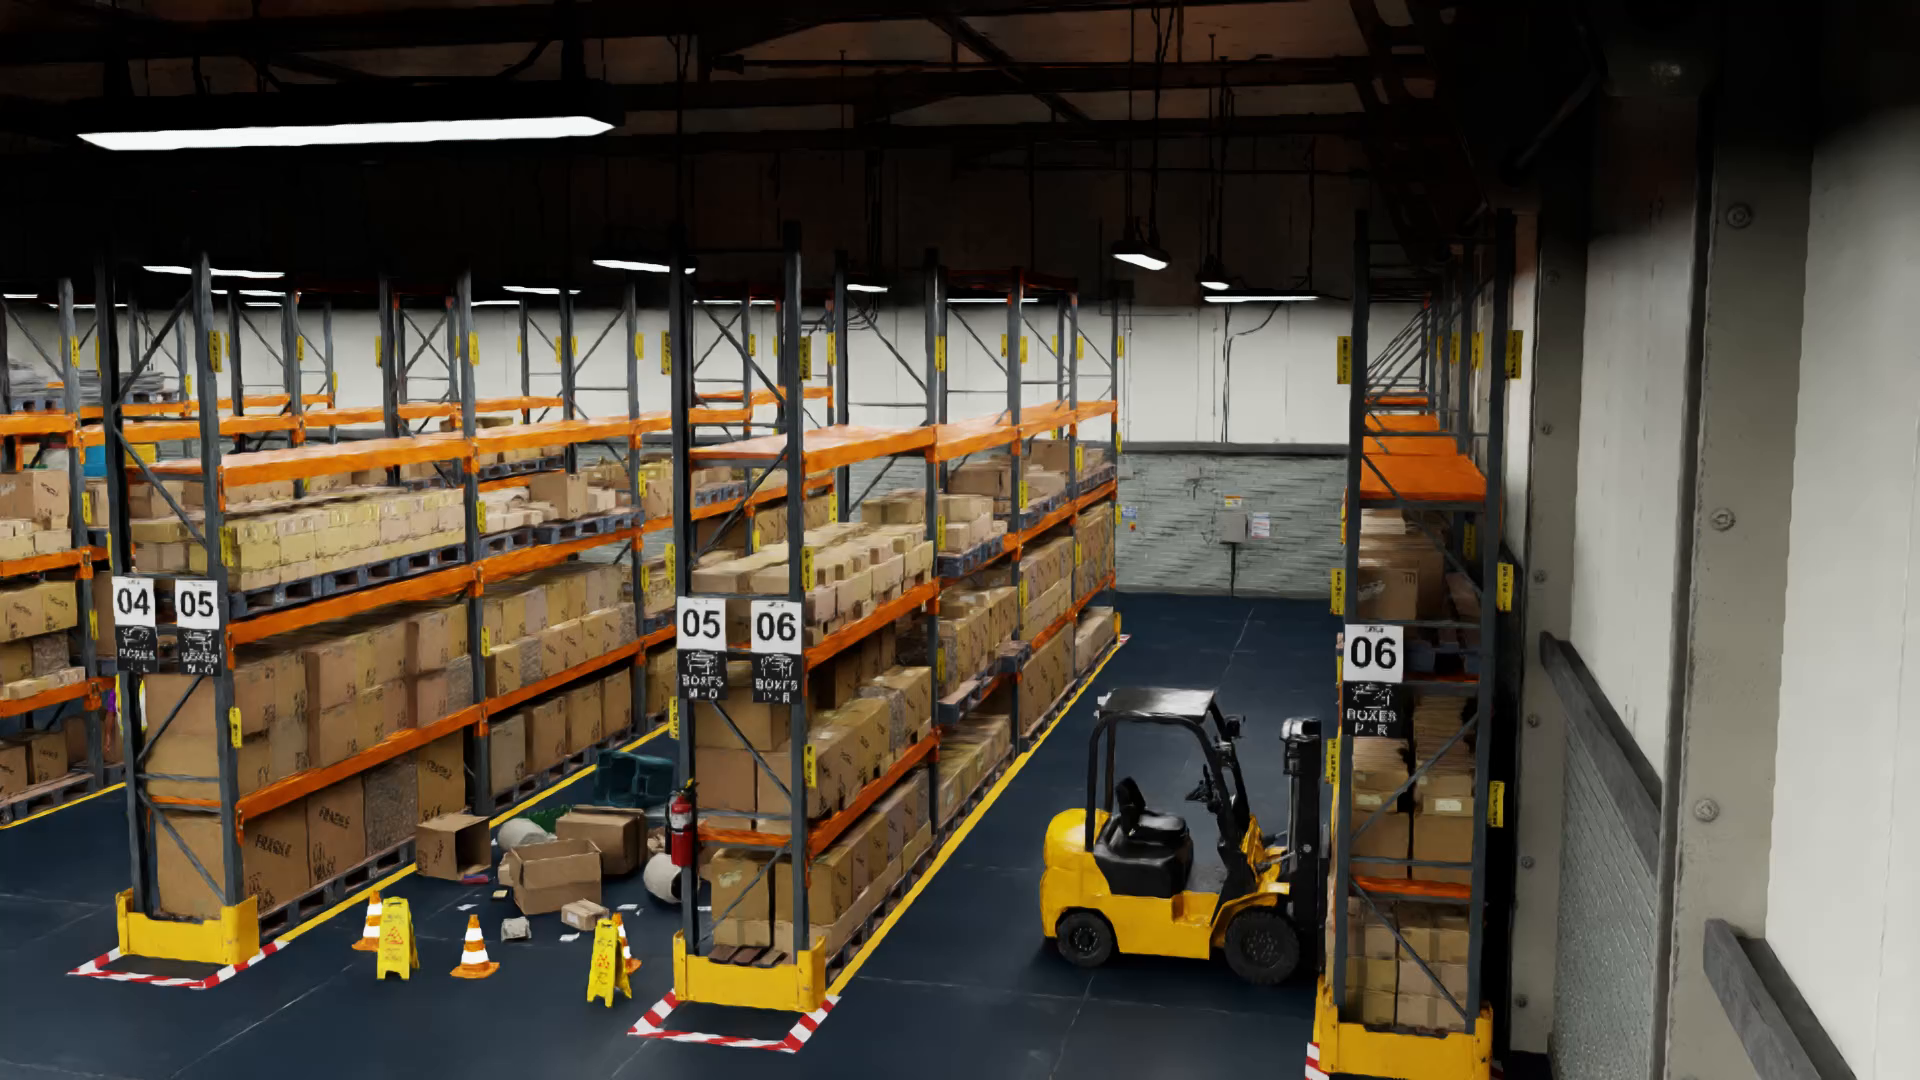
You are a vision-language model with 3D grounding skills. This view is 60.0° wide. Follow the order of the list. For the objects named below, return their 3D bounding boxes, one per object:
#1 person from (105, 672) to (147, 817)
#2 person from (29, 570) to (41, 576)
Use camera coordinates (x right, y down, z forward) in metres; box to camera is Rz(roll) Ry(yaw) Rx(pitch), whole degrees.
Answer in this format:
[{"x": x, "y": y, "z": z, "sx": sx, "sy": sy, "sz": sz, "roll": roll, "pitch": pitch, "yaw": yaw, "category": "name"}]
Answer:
[{"x": -8.964, "y": 2.113, "z": 18.075, "sx": 0.569, "sy": 1.709, "sz": 1.023, "roll": 1, "pitch": 7, "yaw": 5, "category": "person"}, {"x": -16.420, "y": 0.720, "z": 29.750, "sx": 0.677, "sy": 1.674, "sz": 0.534, "roll": 1, "pitch": 7, "yaw": 11, "category": "person"}]
